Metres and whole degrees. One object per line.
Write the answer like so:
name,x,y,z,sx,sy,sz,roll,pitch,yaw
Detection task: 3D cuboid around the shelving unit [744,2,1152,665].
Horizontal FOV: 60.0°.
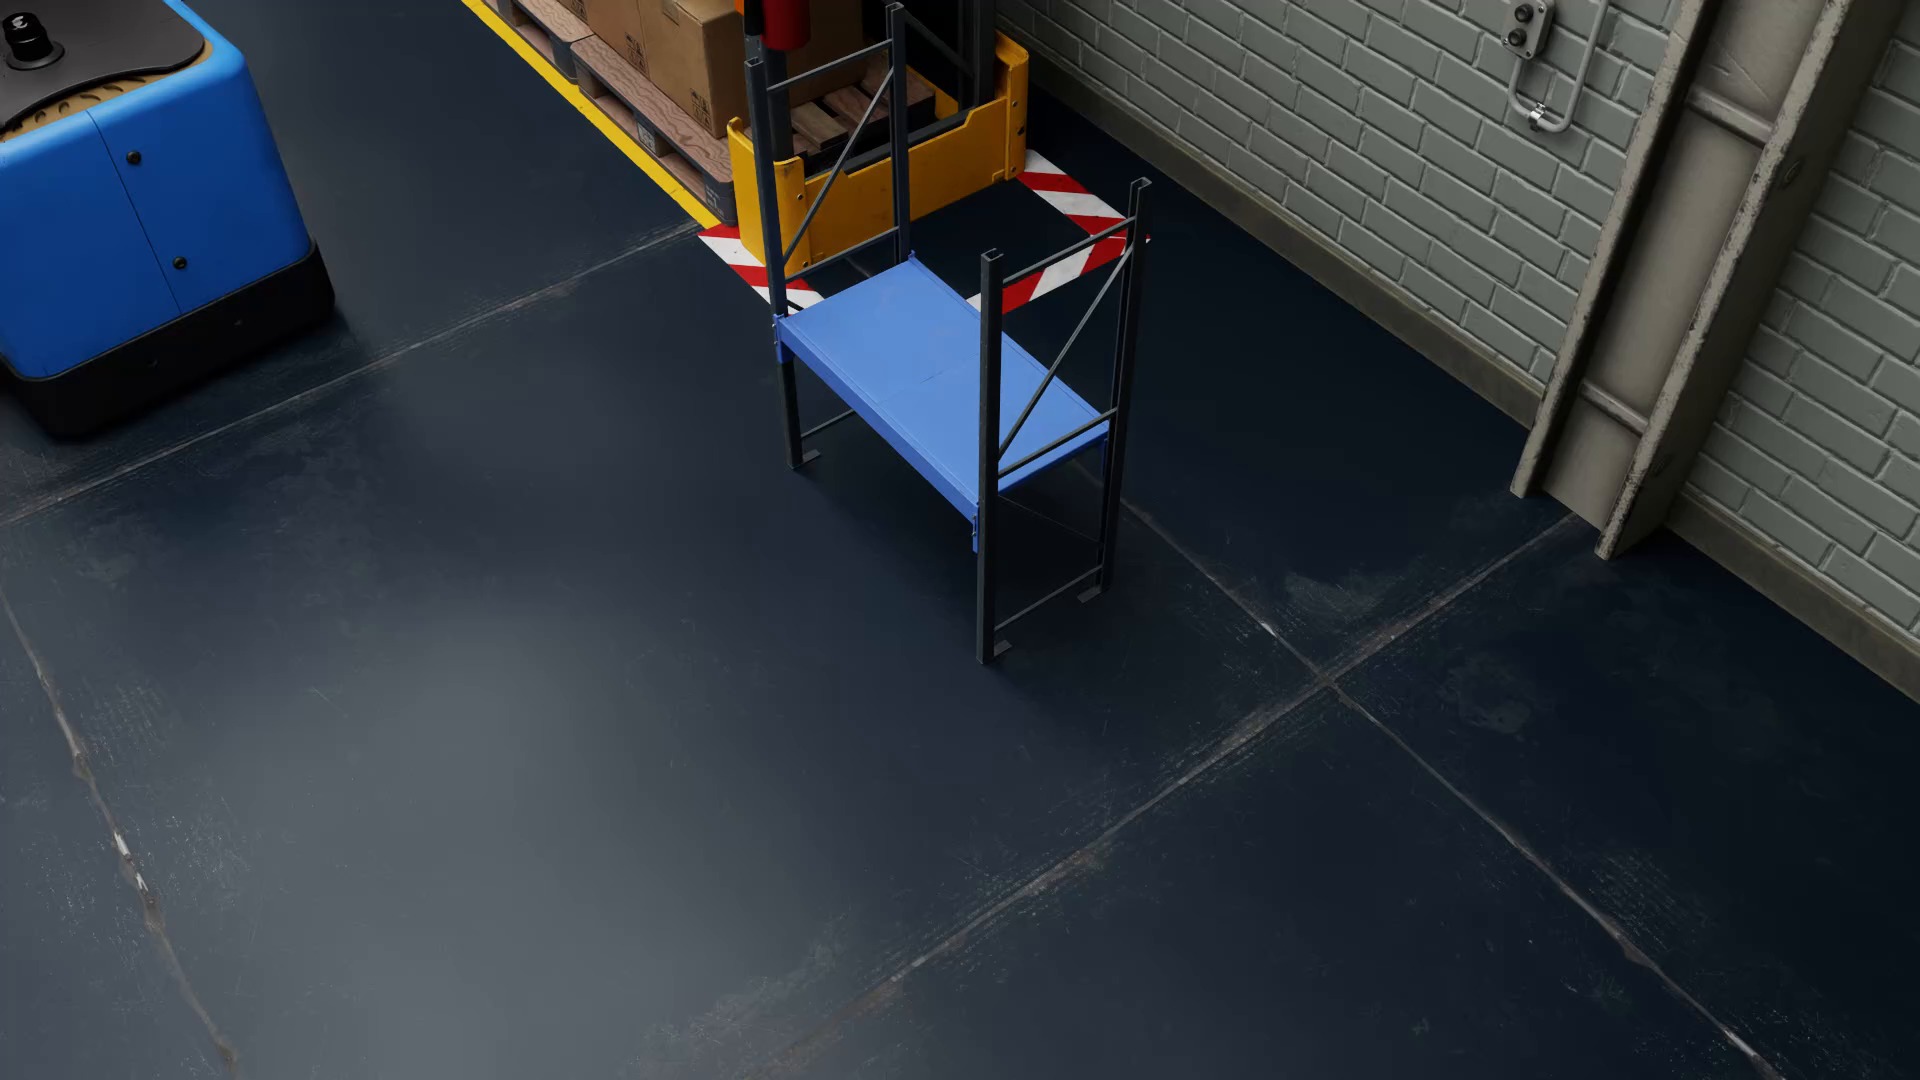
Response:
shelving unit,-0.052,-0.554,4.740,0.538,1.500,1.048,-29,54,-24

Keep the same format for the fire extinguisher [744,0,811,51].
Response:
fire extinguisher,-0.576,-1.881,5.235,0.296,0.674,0.183,-29,54,-24

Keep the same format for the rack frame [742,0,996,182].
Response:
rack frame,-0.300,-2.328,5.336,1.000,3.000,0.127,-29,54,-24

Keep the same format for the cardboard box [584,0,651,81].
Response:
cardboard box,-1.106,-2.293,6.708,0.700,0.500,0.500,-30,54,-24

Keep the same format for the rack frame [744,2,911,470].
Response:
rack frame,-0.359,-0.854,5.012,0.500,1.500,0.032,-29,54,-24

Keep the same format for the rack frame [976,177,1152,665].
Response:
rack frame,0.256,-0.254,4.468,0.500,1.500,0.032,-29,54,-24

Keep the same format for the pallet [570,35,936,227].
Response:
pallet,-0.846,-1.828,6.765,1.003,0.211,1.213,-29,54,-24

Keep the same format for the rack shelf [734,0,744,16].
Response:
rack shelf,-1.511,-3.266,6.672,1.077,0.370,4.000,-29,54,-24

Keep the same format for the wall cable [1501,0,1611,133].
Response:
wall cable,1.228,-2.339,4.660,0.084,1.984,1.851,-29,54,-24

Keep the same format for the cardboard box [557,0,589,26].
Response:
cardboard box,-1.411,-2.589,6.976,0.700,0.500,0.500,-31,55,-25

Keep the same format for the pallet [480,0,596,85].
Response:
pallet,-1.581,-2.547,7.417,1.003,0.211,1.213,-29,54,-24

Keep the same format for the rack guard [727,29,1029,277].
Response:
rack guard,-0.285,-1.475,6.250,1.175,0.500,0.348,-29,54,-24

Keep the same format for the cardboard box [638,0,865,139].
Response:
cardboard box,-0.803,-1.998,6.440,0.700,0.500,0.500,-29,54,-24

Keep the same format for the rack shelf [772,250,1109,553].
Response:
rack shelf,-0.052,-0.433,4.873,0.538,0.185,1.000,-29,54,-24

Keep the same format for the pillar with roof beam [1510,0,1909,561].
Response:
pillar with roof beam,-1.403,-1.208,0.271,9.100,9.000,0.400,-29,54,-24

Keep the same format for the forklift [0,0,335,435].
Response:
forklift,-3.601,-2.331,5.385,1.130,2.935,3.031,-35,57,-27
